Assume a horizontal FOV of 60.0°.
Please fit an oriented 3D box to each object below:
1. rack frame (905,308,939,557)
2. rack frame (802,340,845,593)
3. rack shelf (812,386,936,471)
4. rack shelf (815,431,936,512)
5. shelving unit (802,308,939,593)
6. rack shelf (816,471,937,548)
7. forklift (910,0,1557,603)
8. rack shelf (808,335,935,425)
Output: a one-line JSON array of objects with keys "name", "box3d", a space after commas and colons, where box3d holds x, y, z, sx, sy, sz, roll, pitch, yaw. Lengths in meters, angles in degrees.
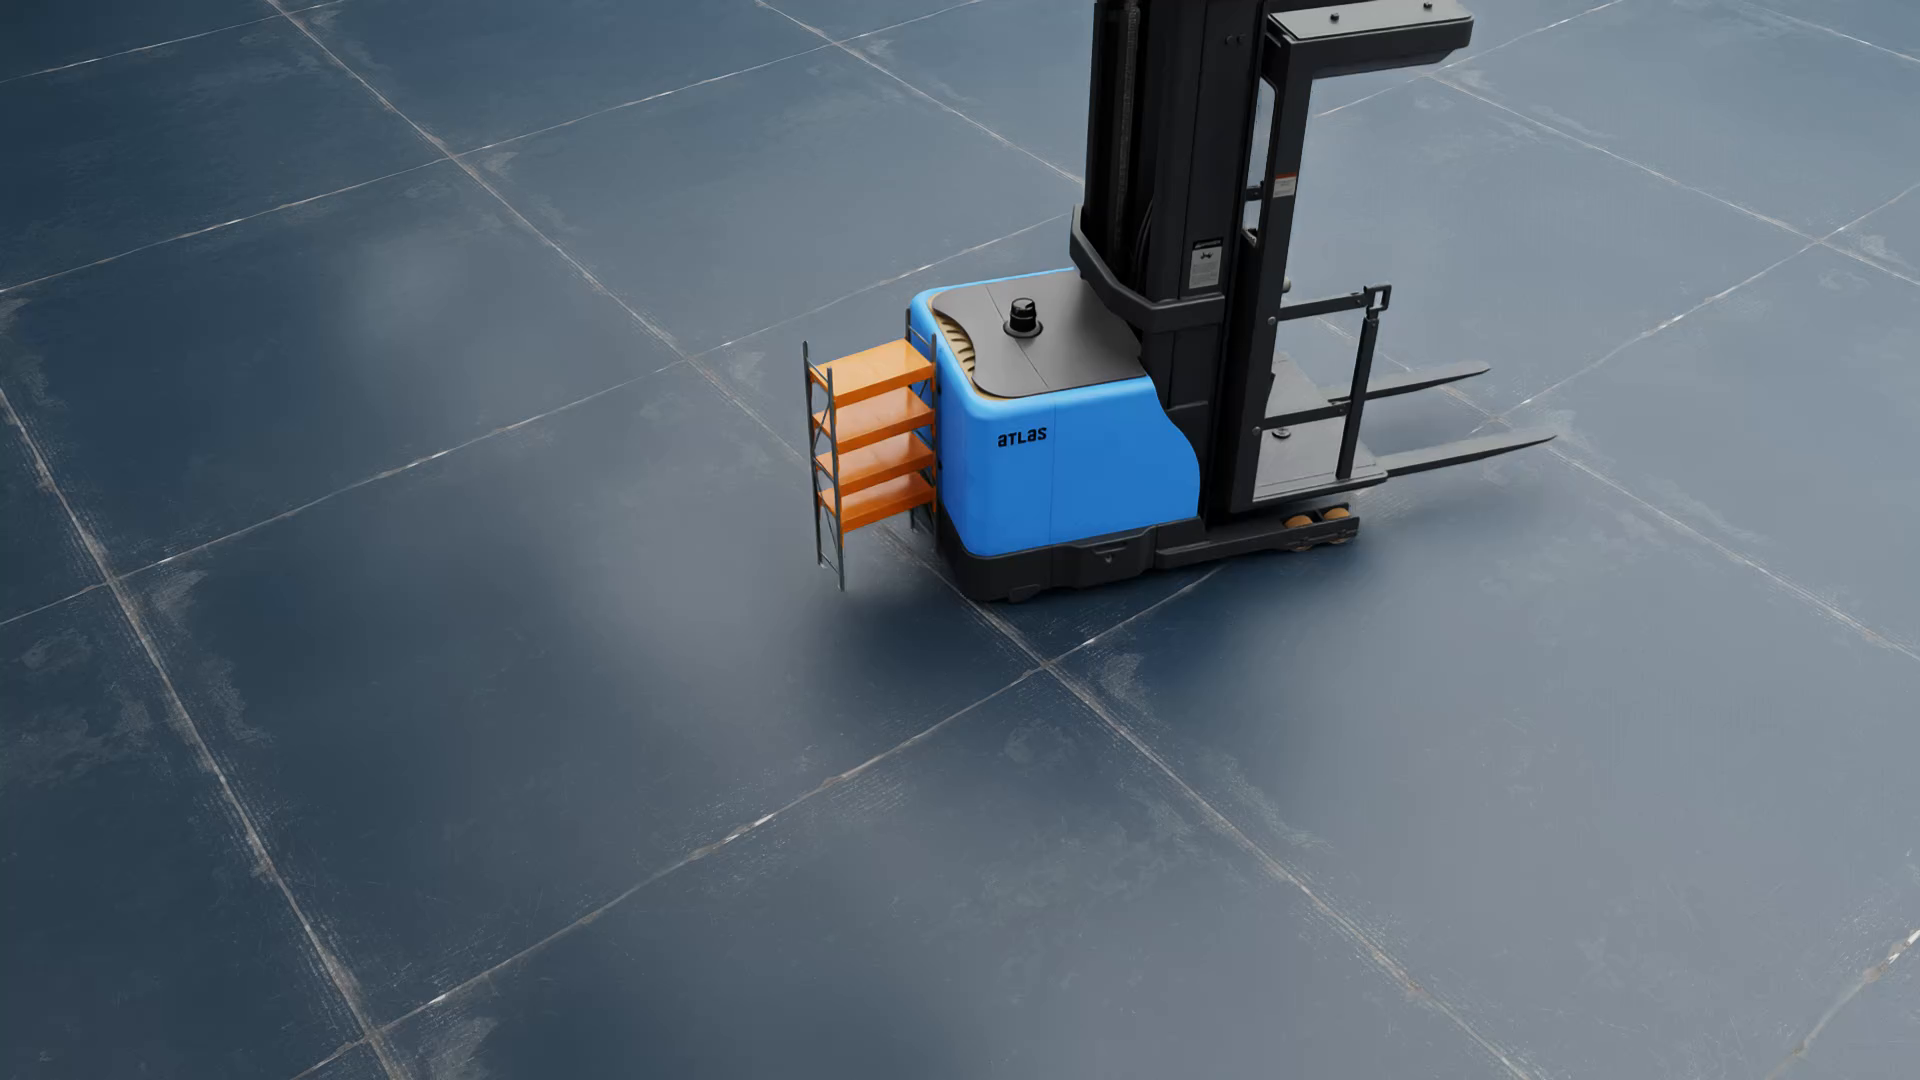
[{"name": "rack frame", "box3d": [-0.165, -0.453, 7.356, 0.015, 1.200, 0.240, -21, 44, -23]}, {"name": "rack frame", "box3d": [-0.584, -0.294, 7.163, 0.015, 1.200, 0.240, -21, 44, -23]}, {"name": "rack shelf", "box3d": [-0.374, -0.495, 7.160, 0.480, 0.148, 0.258, -21, 44, -23]}, {"name": "rack shelf", "box3d": [-0.374, -0.322, 7.302, 0.480, 0.148, 0.258, -21, 44, -23]}, {"name": "shelving unit", "box3d": [-0.374, -0.374, 7.259, 0.503, 1.200, 0.258, -21, 44, -23]}, {"name": "rack shelf", "box3d": [-0.374, -0.168, 7.428, 0.480, 0.148, 0.258, -21, 44, -23]}, {"name": "forklift", "box3d": [1.337, -1.390, 7.134, 3.031, 2.935, 1.130, -11, 41, -13]}, {"name": "rack shelf", "box3d": [-0.374, -0.677, 7.010, 0.480, 0.148, 0.258, -21, 44, -23]}]
